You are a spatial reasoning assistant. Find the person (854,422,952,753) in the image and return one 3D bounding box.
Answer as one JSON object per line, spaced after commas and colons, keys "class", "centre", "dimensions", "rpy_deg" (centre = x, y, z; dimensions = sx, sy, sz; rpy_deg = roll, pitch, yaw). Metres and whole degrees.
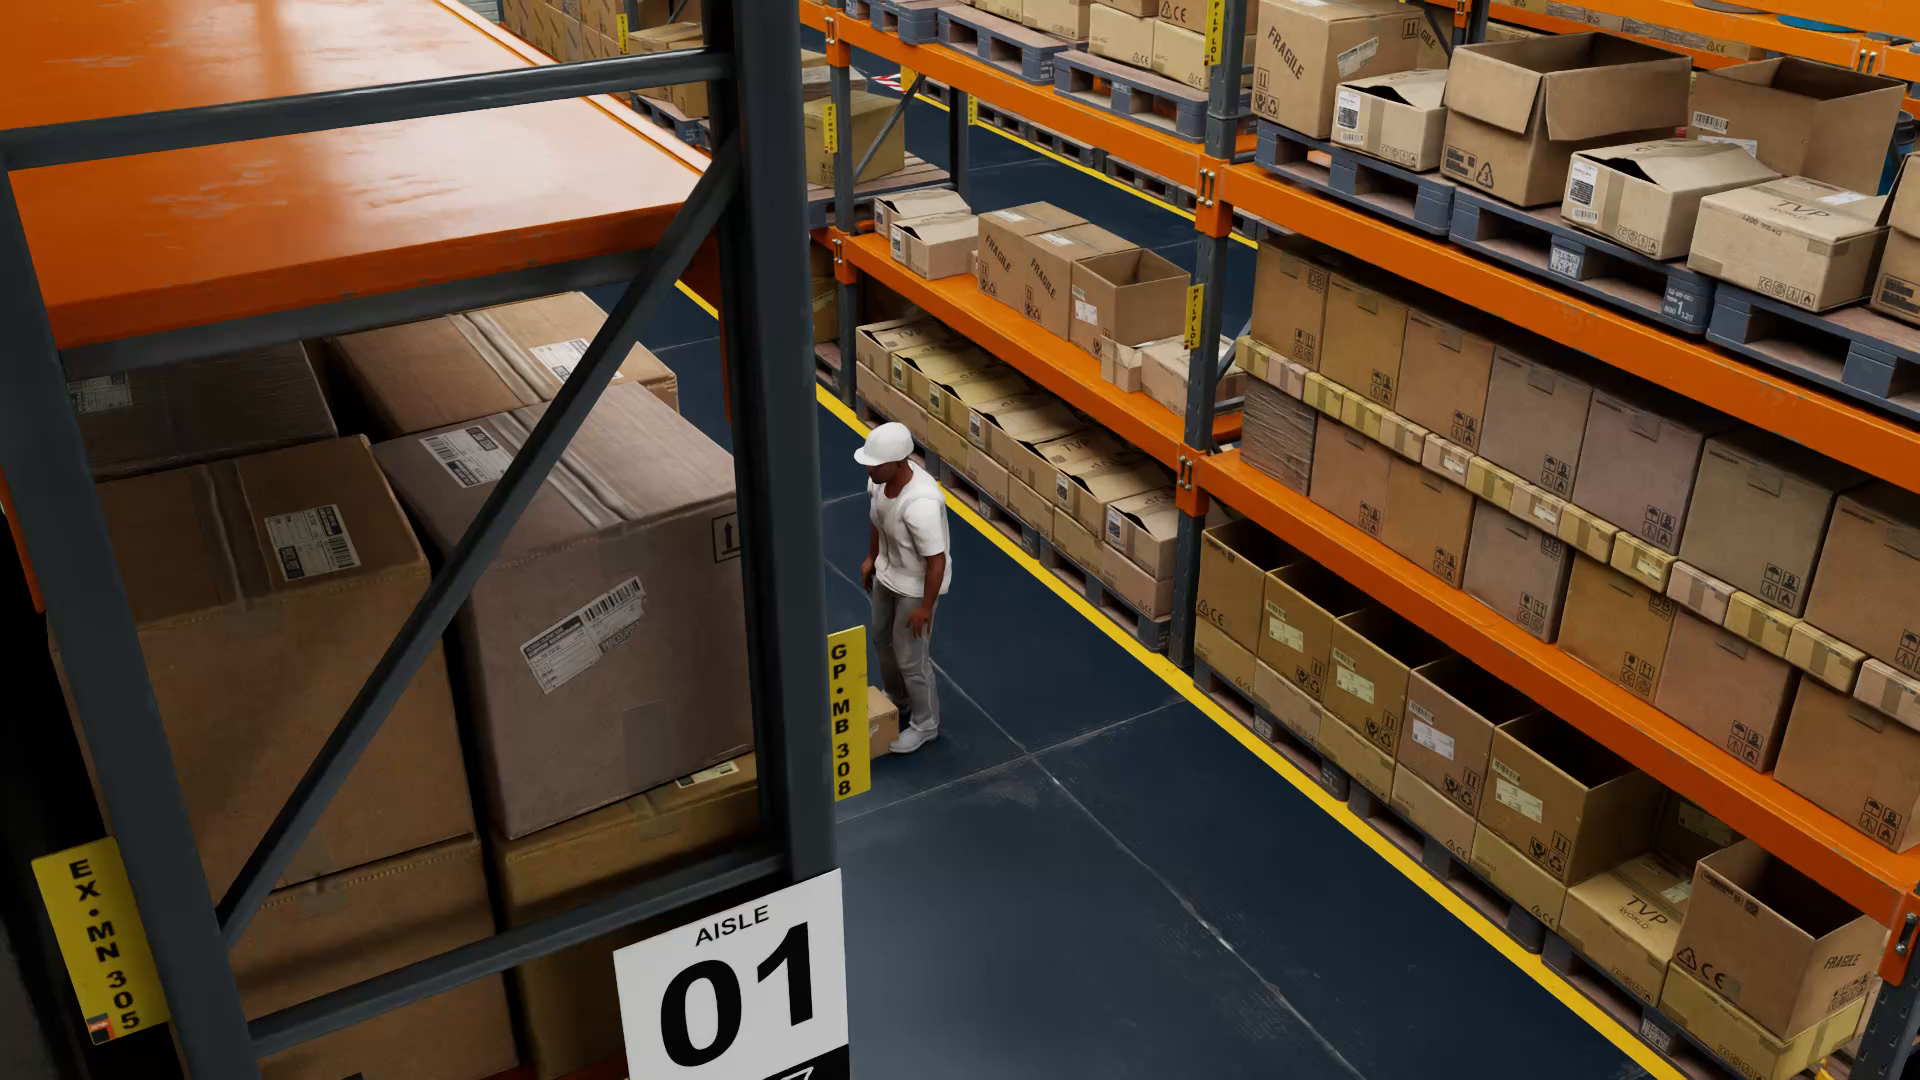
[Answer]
{"class": "person", "centre": [-0.290, 0.212, 8.160], "dimensions": [0.456, 1.761, 0.628], "rpy_deg": [-16, 32, -26]}
